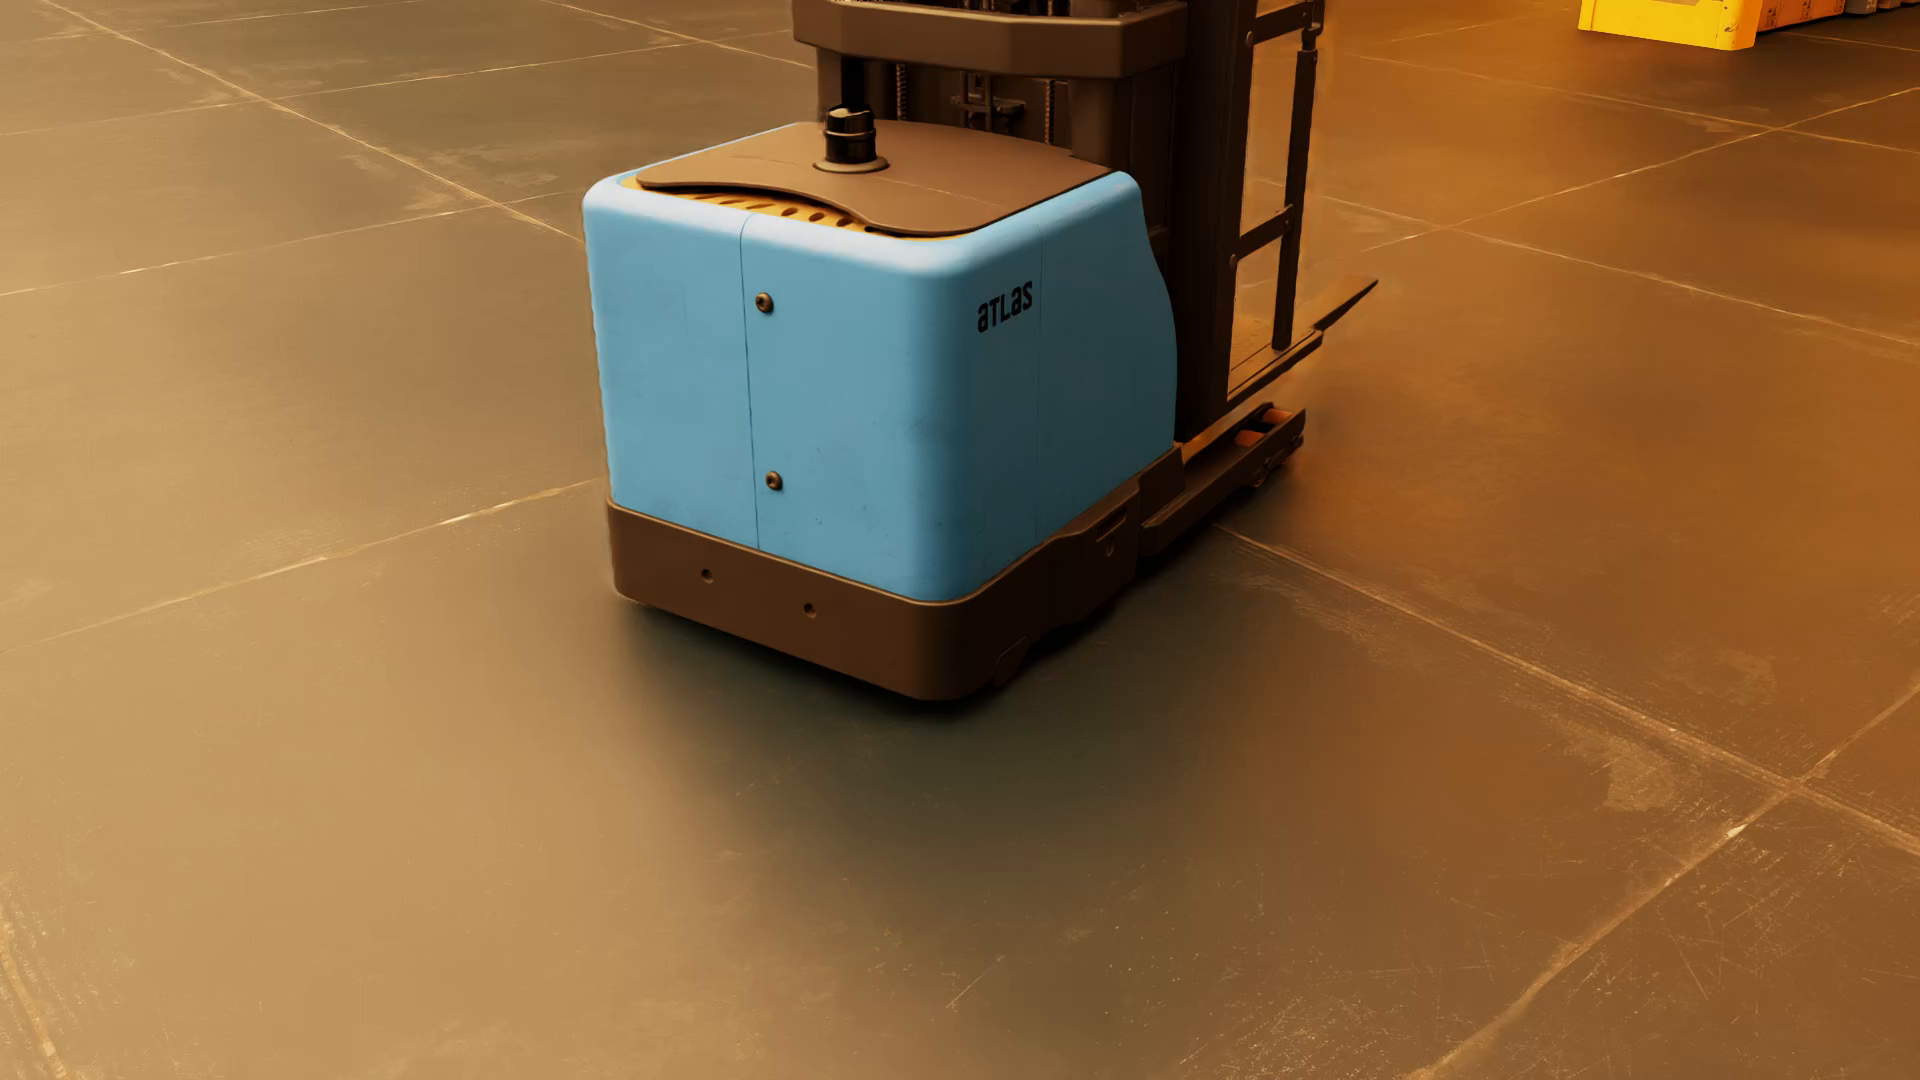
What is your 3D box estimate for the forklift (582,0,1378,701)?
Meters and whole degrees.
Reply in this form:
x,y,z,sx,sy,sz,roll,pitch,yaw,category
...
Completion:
x,y,z,sx,sy,sz,roll,pitch,yaw,category
0.371,-1.568,4.364,1.130,2.935,3.031,16,31,29,forklift
